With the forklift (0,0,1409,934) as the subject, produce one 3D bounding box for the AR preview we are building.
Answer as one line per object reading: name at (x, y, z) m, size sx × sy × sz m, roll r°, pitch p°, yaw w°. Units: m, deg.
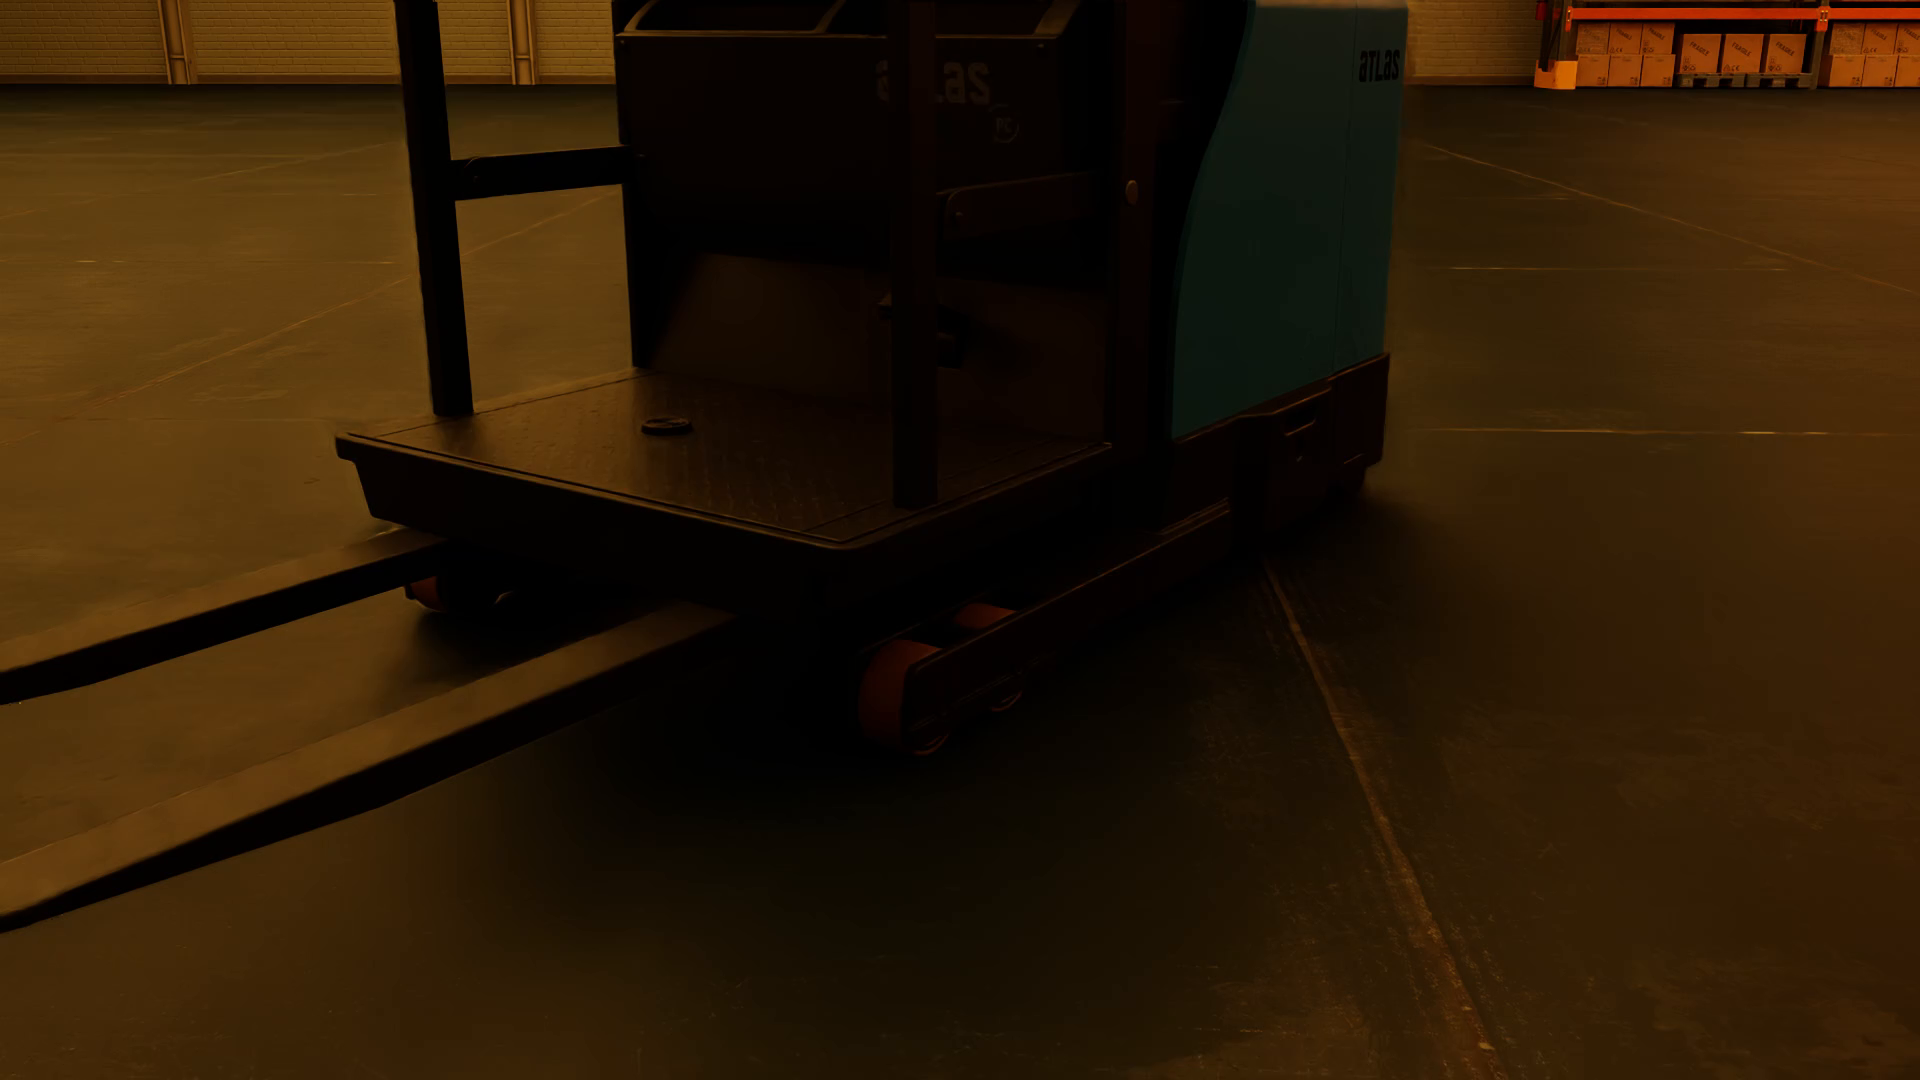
forklift at (-0.314, -1.252, 2.462) m, size 1.130 × 2.935 × 3.031 m, roll 12°, pitch 21°, yaw 33°
